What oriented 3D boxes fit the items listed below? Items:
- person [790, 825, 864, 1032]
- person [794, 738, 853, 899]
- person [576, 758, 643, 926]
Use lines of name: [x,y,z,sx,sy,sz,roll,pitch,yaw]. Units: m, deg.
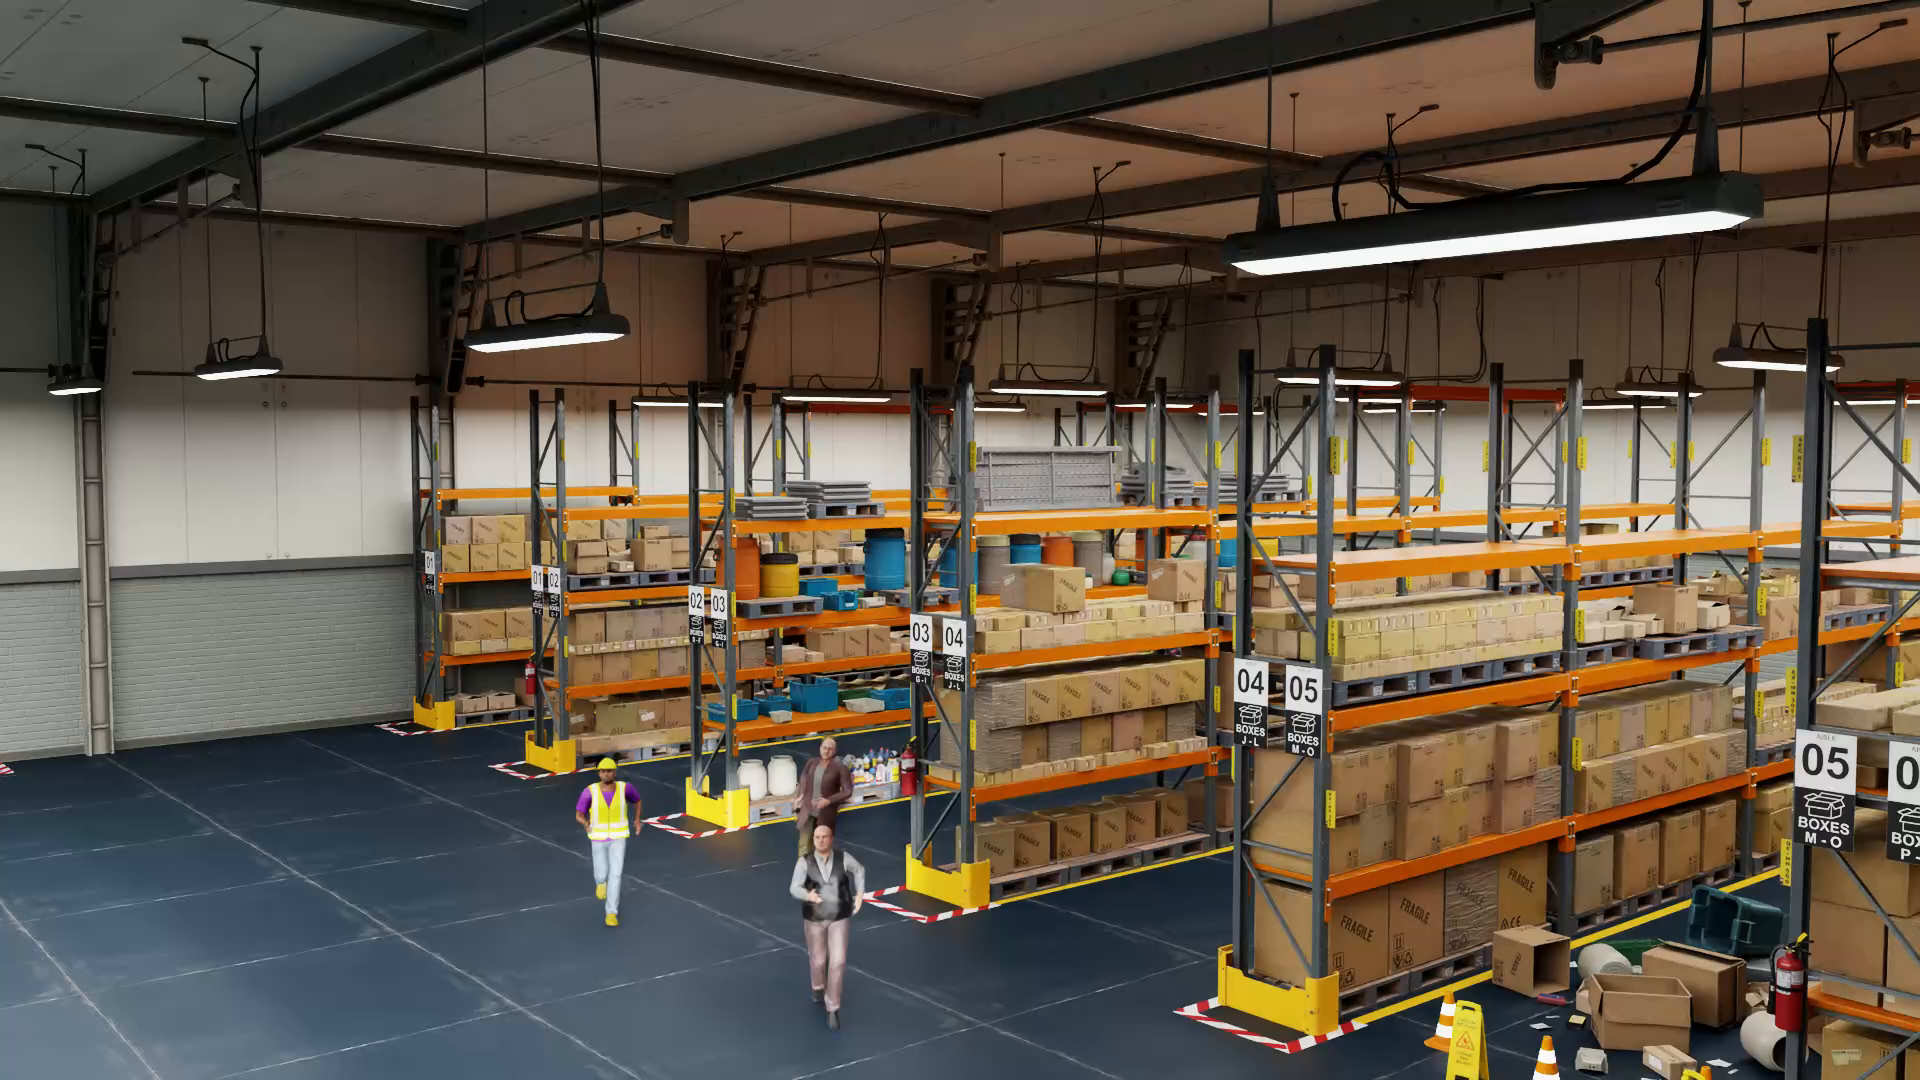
person: [-1.194,3.441,14.929,0.661,1.757,0.822,0,3,-1]
person: [-1.558,3.163,19.145,0.720,1.779,0.912,1,4,16]
person: [-3.795,3.226,18.011,0.714,1.736,0.993,-1,3,-12]
